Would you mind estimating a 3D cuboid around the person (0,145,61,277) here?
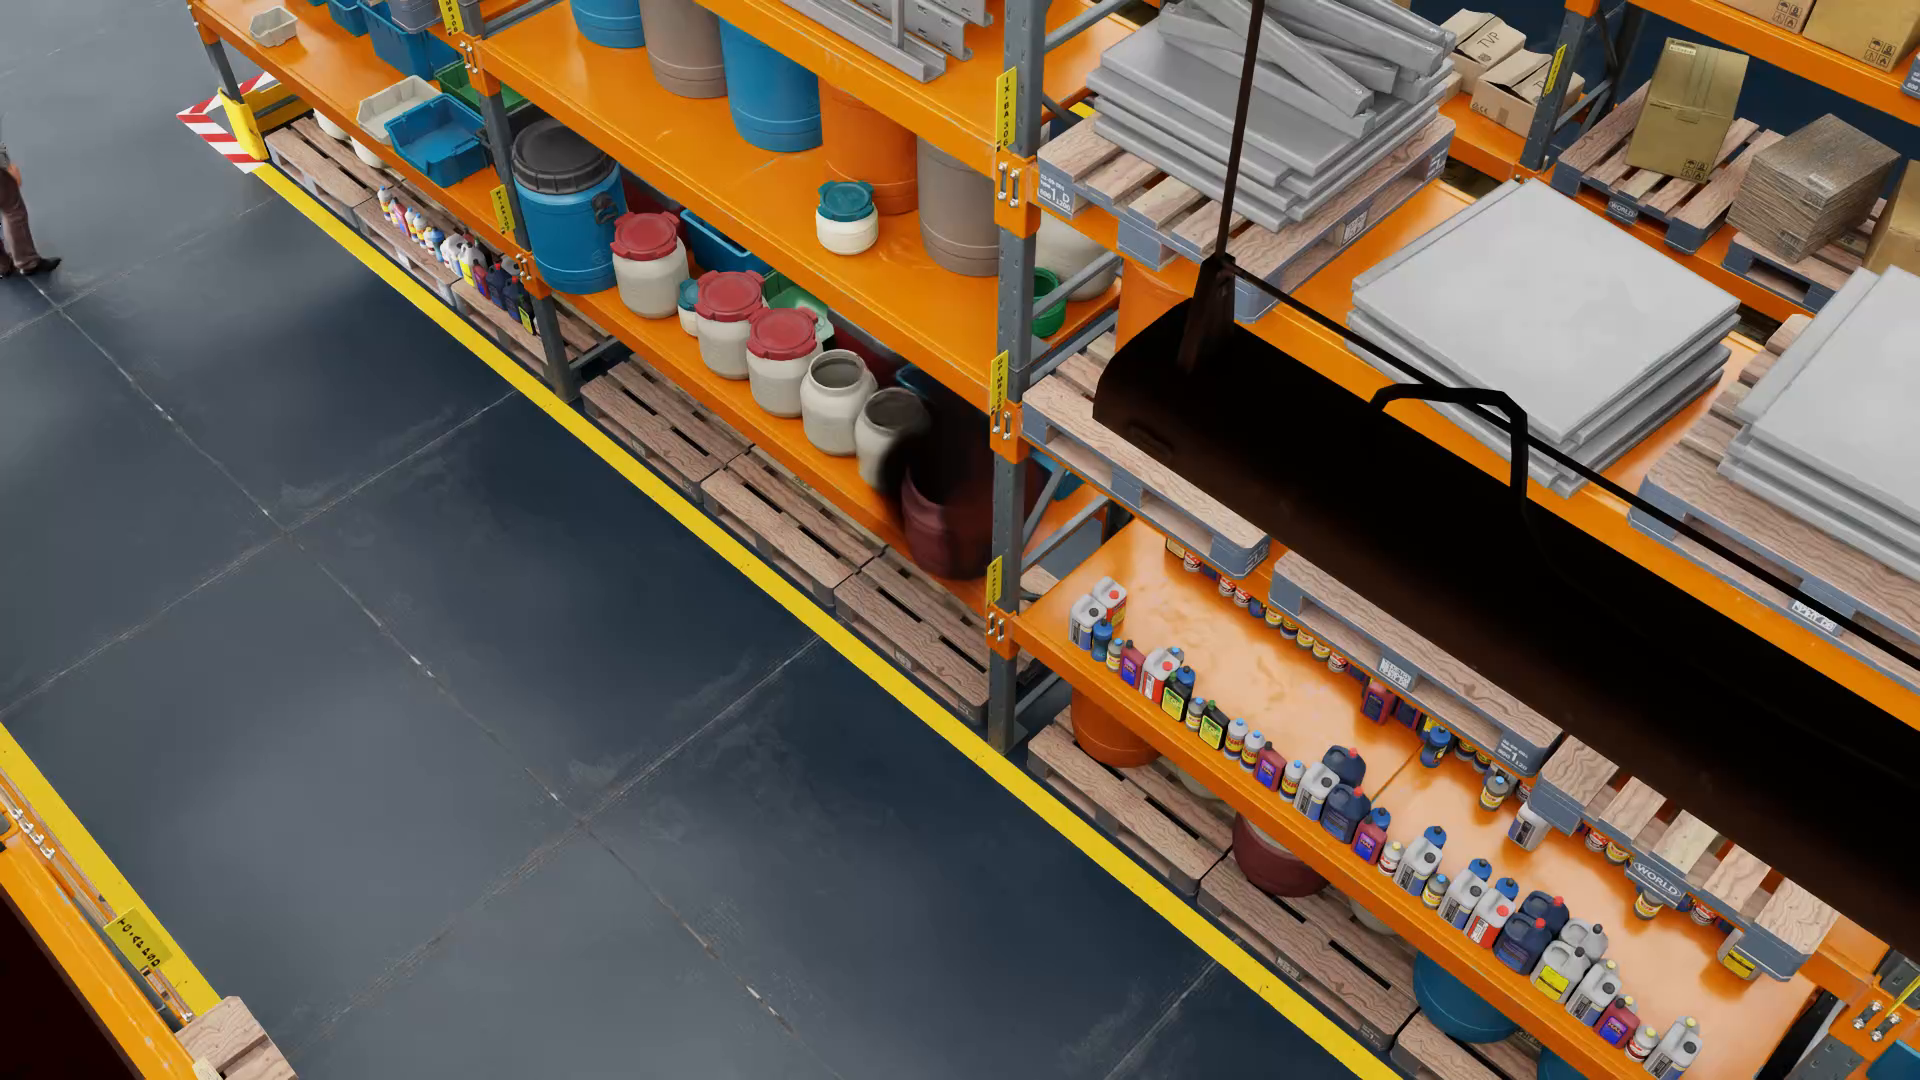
[{"bbox_3d":[-6.783,-2.544,11.417,0.626,1.756,0.393,7,50,5],"label":"person"}]
